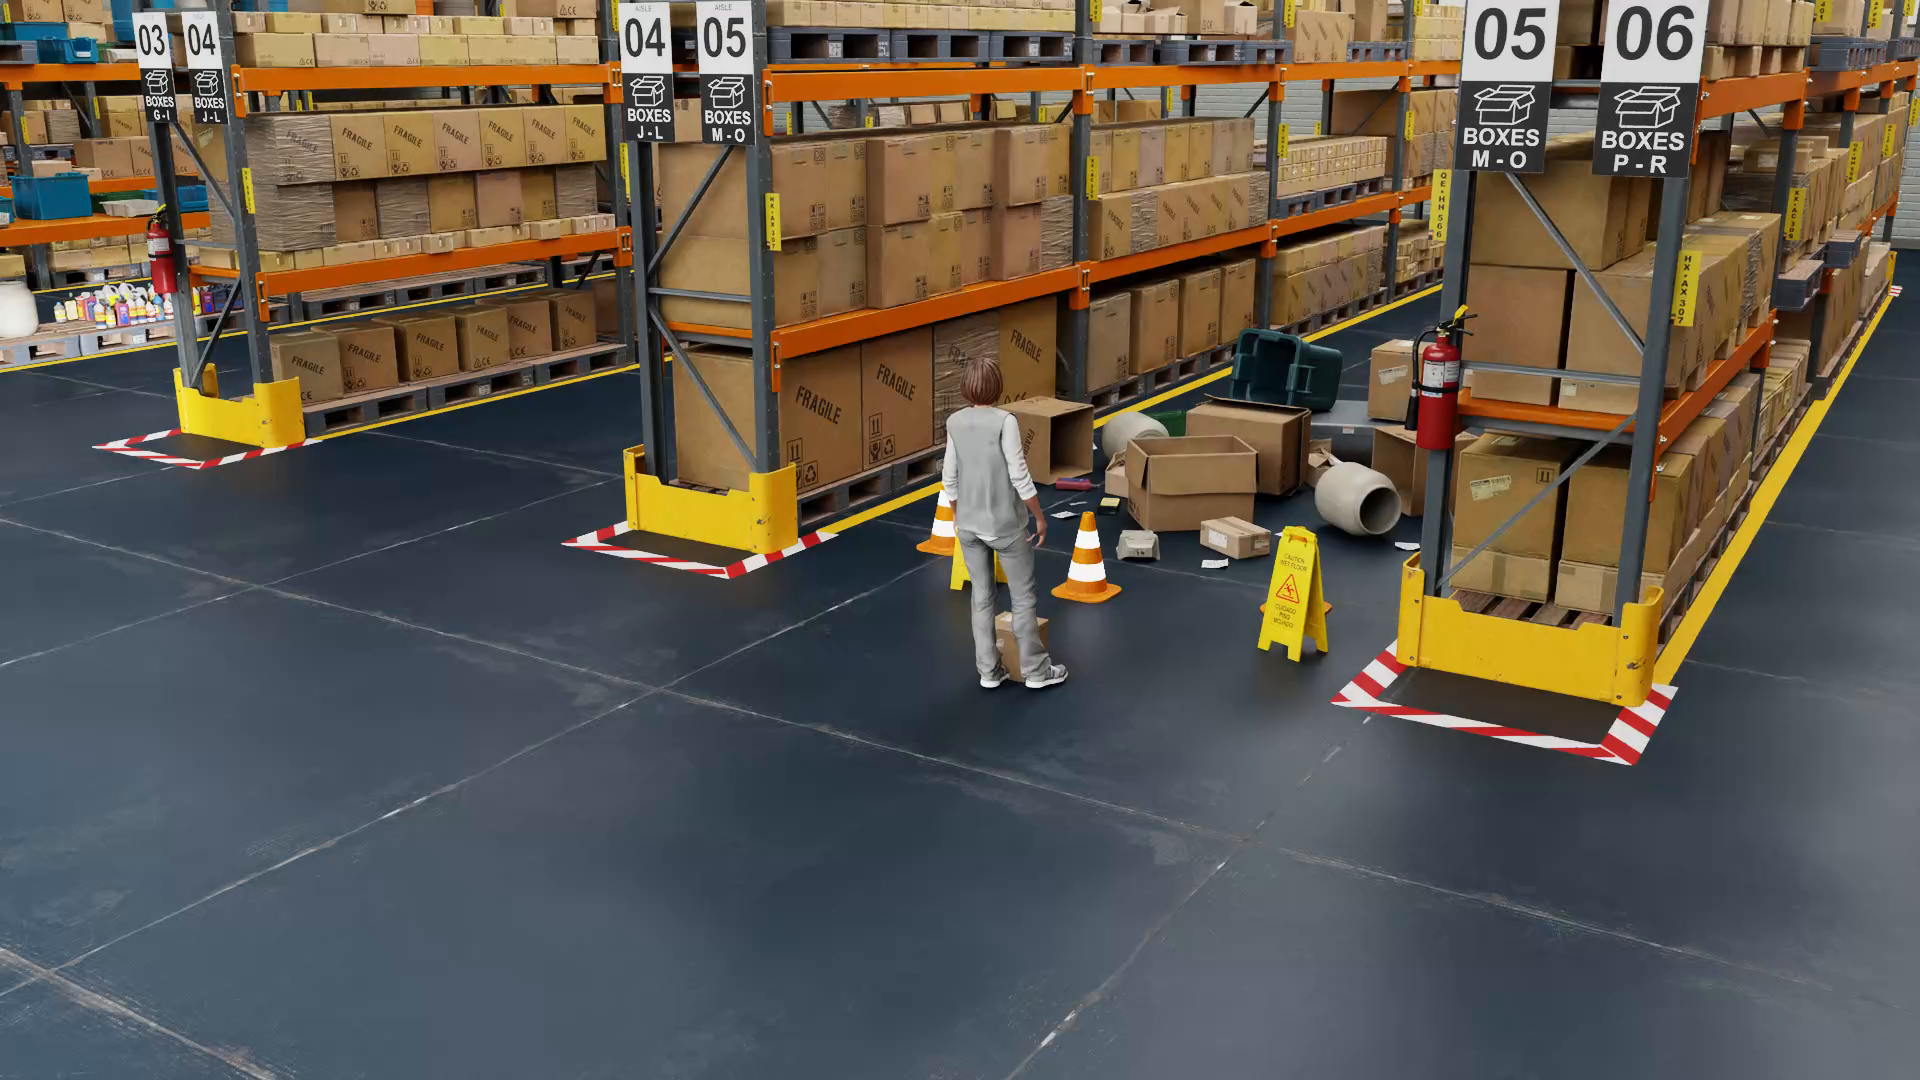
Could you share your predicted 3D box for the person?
[{"bbox_3d":[0.199,-0.080,7.792,0.520,1.597,0.475,10,19,30],"label":"person"}]
